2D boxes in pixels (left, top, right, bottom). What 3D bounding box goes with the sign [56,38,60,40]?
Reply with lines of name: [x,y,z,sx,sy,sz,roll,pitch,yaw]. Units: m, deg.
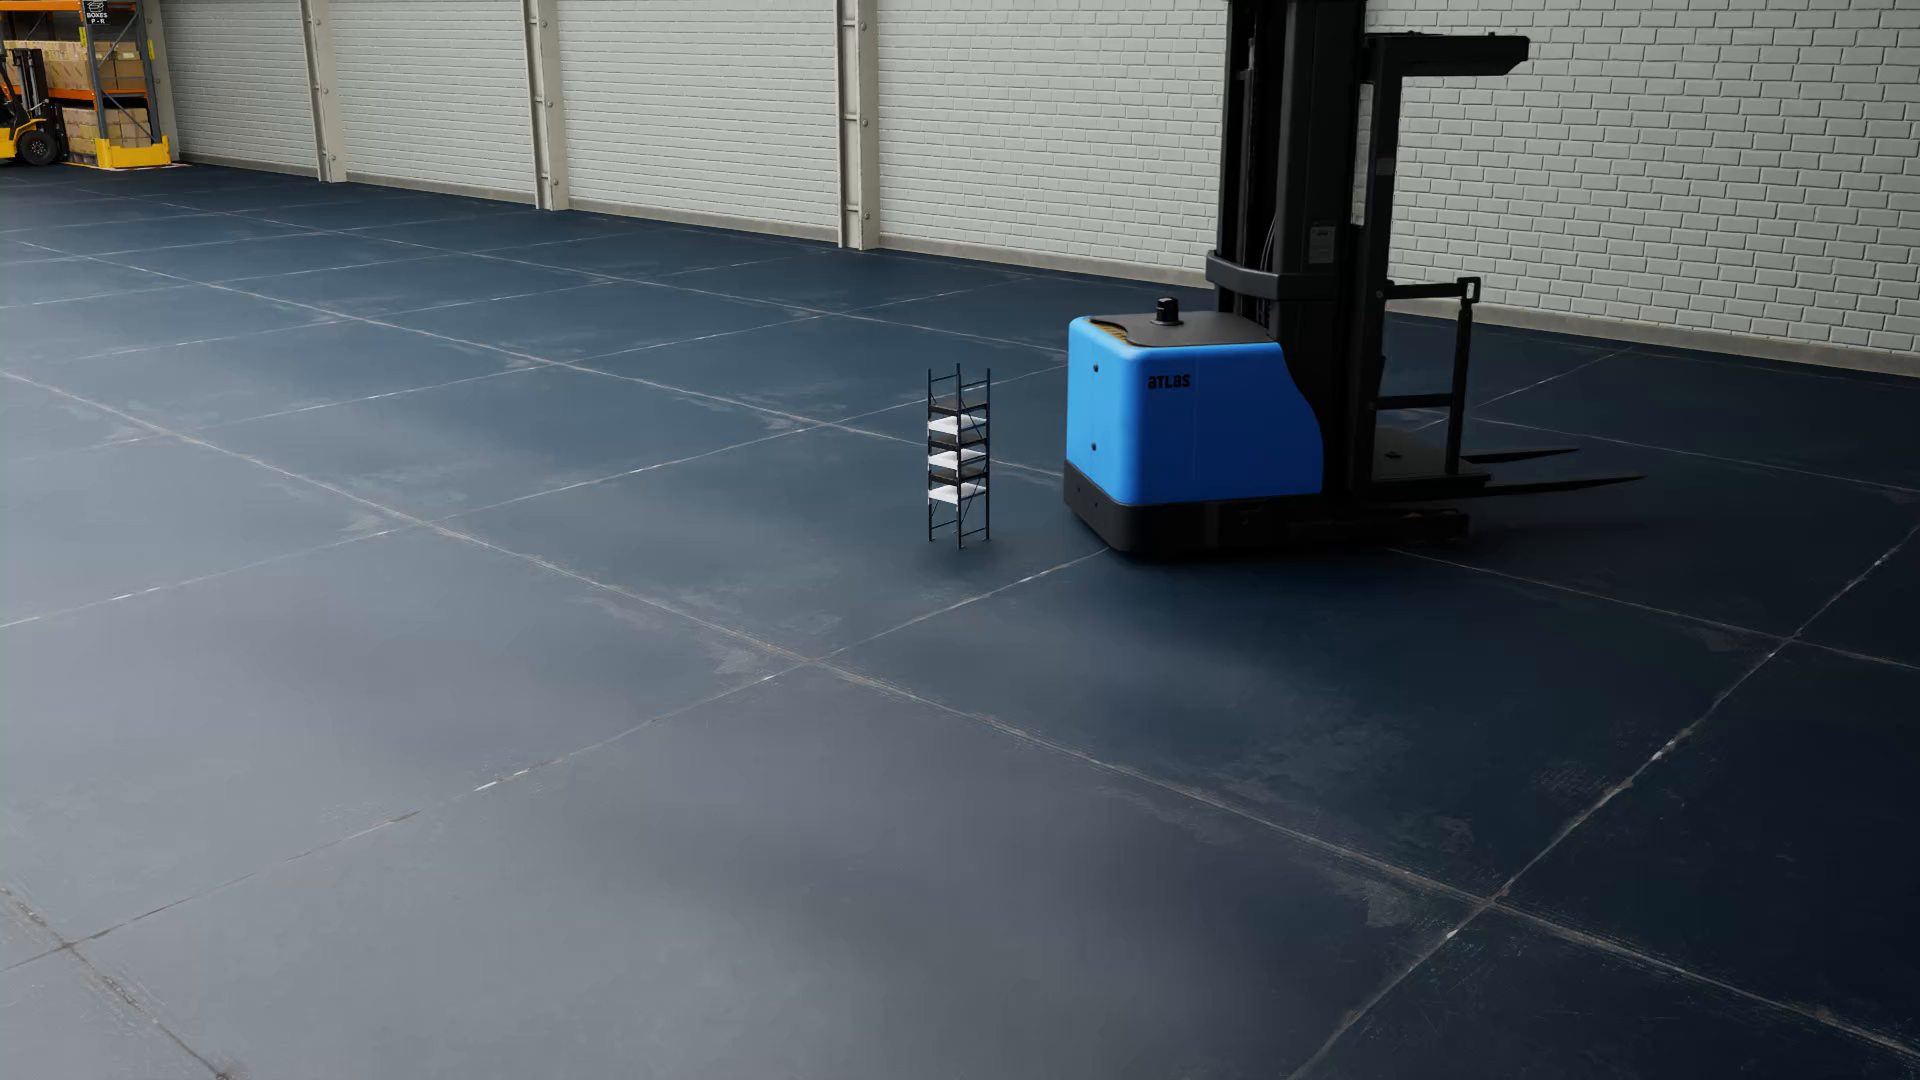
sign: [-17.334,-9.485,31.979,0.005,0.325,0.100,15,23,39]

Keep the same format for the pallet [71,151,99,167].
pallet: [-15.309,-6.921,30.071,1.213,0.211,1.003,15,23,39]

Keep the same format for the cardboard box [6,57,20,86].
cardboard box: [-17.542,-8.809,31.244,0.500,0.500,0.500,14,22,38]

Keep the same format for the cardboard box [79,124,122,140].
cardboard box: [-15.281,-7.261,29.557,0.500,0.250,0.500,15,23,39]

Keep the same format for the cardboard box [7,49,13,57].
cardboard box: [-17.637,-9.143,31.223,0.250,0.149,0.380,15,23,38]

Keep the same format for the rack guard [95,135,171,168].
rack guard: [-14.691,-6.910,29.558,0.348,0.500,1.175,15,23,39]

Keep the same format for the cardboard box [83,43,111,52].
cardboard box: [-15.117,-8.629,29.113,0.250,0.149,0.380,15,23,39]

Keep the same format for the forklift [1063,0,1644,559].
forklift: [2.135,-1.519,8.553,3.031,2.935,1.130,-4,18,-13]

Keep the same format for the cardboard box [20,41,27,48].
cardboard box: [-17.083,-9.120,30.662,0.250,0.149,0.380,16,23,40]

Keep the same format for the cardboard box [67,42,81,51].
cardboard box: [-15.536,-8.718,29.393,0.250,0.149,0.380,16,23,40]

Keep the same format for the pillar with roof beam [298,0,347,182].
pillar with roof beam: [-13.002,-9.131,22.505,0.400,9.000,9.100,15,23,39]

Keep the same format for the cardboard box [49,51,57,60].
cardboard box: [-16.130,-8.721,29.895,0.250,0.149,0.380,15,23,40]

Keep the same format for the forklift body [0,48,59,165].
forklift body: [-17.339,-7.669,29.222,1.214,2.155,2.313,15,23,39]

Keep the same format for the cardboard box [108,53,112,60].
cardboard box: [-15.018,-8.625,29.592,0.250,0.149,0.380,15,23,39]

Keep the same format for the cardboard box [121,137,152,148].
cardboard box: [-14.947,-7.138,29.997,0.500,0.250,0.500,15,23,39]

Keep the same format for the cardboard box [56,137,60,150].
cardboard box: [-16.408,-7.322,30.576,0.500,0.250,0.500,16,24,41]

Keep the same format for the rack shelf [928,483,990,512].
rack shelf: [-0.006,-0.227,8.545,0.200,0.077,0.258,15,23,39]

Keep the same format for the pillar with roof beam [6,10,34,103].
pillar with roof beam: [-21.977,-11.540,30.097,0.400,9.000,9.100,15,23,39]

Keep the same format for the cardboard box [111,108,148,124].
cardboard box: [-14.943,-7.612,29.835,0.500,0.250,0.500,15,23,38]

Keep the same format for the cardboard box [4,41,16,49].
cardboard box: [-17.660,-9.277,31.154,0.250,0.149,0.380,16,23,40]

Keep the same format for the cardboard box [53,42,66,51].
cardboard box: [-15.941,-8.812,29.689,0.250,0.149,0.380,16,23,41]

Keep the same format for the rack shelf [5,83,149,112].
rack shelf: [-16.205,-8.165,30.569,4.000,0.370,1.077,15,23,39]

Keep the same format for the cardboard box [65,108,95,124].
cardboard box: [-15.647,-7.595,29.784,0.500,0.250,0.500,16,23,40]

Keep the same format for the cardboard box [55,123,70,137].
cardboard box: [-16.049,-7.463,30.193,0.500,0.250,0.500,14,23,38]

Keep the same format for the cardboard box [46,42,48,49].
cardboard box: [-16.268,-8.936,30.079,0.250,0.149,0.380,15,23,40]

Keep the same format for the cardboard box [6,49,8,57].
cardboard box: [-18.104,-9.284,31.670,0.250,0.149,0.380,16,24,41]

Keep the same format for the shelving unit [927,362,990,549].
shelving unit: [-0.006,-0.431,8.481,0.210,0.900,0.258,15,23,39]

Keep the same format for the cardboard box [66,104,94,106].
cardboard box: [-16.446,-8.017,31.114,0.500,0.250,0.500,15,23,40]

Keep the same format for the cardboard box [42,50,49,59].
cardboard box: [-16.494,-8.828,30.231,0.250,0.149,0.380,14,23,38]

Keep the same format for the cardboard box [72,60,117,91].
cardboard box: [-15.252,-8.193,29.304,0.500,0.500,0.500,14,23,38]

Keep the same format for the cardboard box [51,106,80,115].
cardboard box: [-16.405,-7.798,30.422,0.500,0.250,0.500,14,23,38]

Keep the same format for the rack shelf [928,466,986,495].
rack shelf: [-0.006,-0.313,8.518,0.200,0.077,0.258,15,23,39]

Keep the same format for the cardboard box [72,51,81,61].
cardboard box: [-15.365,-8.514,29.242,0.250,0.149,0.380,16,23,40]

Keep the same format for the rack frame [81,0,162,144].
rack frame: [-14.709,-8.106,29.195,0.127,3.000,1.000,15,23,39]

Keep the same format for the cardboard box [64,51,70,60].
cardboard box: [-15.697,-8.632,29.614,0.250,0.149,0.380,15,23,39]

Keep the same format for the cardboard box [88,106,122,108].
cardboard box: [-15.686,-7.814,30.473,0.500,0.250,0.500,15,23,39]

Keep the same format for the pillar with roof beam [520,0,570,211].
pillar with roof beam: [-8.514,-7.926,18.709,0.400,9.000,9.100,15,23,39]

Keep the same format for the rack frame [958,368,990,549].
rack frame: [0.070,-0.410,8.416,0.006,0.900,0.240,15,23,39]

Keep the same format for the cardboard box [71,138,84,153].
cardboard box: [-15.636,-7.120,29.941,0.500,0.250,0.500,15,23,39]

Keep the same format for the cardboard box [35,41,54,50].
cardboard box: [-16.643,-9.036,30.396,0.250,0.149,0.380,15,23,39]

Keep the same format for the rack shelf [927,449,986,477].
rack shelf: [-0.006,-0.399,8.491,0.200,0.077,0.258,15,23,39]

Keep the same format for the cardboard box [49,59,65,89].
cardboard box: [-16.017,-8.402,29.963,0.500,0.500,0.500,14,23,38]
